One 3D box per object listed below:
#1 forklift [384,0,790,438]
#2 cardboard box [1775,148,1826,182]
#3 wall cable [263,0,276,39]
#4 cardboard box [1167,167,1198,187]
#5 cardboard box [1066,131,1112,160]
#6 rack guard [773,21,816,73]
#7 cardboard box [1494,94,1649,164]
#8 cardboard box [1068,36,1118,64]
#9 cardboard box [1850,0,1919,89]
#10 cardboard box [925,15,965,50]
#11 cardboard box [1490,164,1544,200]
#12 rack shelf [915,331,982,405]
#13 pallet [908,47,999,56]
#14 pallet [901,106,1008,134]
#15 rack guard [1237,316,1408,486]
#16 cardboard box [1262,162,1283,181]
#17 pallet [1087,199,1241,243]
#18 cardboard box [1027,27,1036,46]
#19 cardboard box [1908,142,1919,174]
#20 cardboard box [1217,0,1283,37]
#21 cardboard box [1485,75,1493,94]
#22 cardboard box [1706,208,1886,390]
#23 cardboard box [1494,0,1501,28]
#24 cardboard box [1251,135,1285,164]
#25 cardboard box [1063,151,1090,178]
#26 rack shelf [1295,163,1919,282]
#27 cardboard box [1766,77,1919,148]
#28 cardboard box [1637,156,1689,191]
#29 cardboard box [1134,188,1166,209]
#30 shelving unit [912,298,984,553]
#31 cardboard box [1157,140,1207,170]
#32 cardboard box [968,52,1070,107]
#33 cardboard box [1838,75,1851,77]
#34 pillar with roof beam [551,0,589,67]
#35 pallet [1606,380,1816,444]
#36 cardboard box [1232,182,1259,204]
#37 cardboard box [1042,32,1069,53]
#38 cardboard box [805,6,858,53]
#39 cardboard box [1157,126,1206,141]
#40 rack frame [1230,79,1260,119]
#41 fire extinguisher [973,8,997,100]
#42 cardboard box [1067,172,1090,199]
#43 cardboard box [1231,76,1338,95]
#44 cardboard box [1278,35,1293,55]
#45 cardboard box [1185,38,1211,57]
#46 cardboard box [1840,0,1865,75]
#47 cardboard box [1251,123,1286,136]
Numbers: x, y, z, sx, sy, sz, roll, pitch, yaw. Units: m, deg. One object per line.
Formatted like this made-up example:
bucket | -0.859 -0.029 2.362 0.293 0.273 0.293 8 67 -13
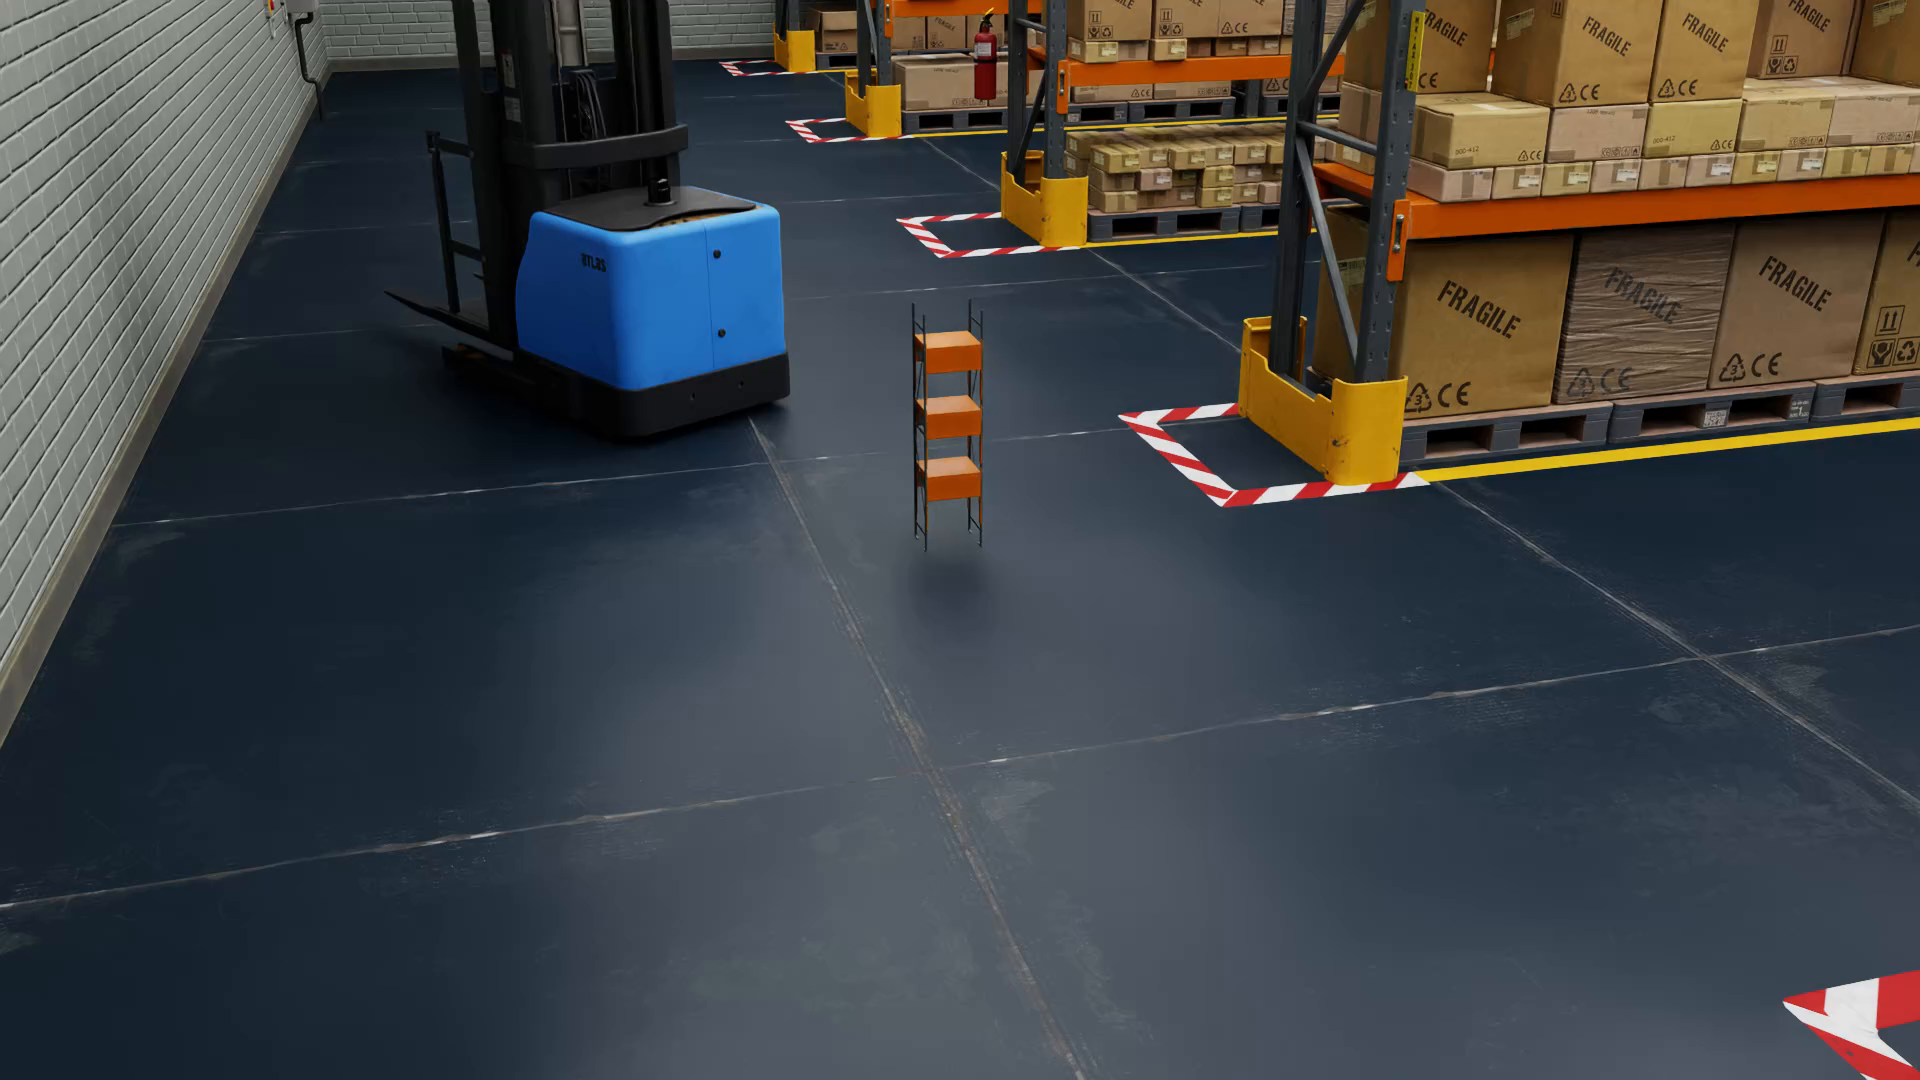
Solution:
forklift | -2.286 -2.351 9.012 1.130 2.935 3.031 -21 31 -39
cardboard box | 3.967 -1.859 8.098 0.250 0.149 0.380 -6 24 -14
wall cable | -6.296 -5.504 14.944 0.123 1.953 0.585 -6 24 -14
cardboard box | 1.626 -2.809 12.697 0.250 0.149 0.380 -6 24 -14
cardboard box | 1.002 -3.072 12.934 0.250 0.149 0.380 -6 24 -14
rack guard | -2.144 -6.375 21.474 0.348 0.500 1.175 -6 24 -14
cardboard box | 2.838 -1.944 7.789 0.500 0.250 0.500 -7 24 -15
cardboard box | 0.962 -3.558 12.056 0.250 0.149 0.380 -7 24 -15
cardboard box | 4.801 -2.506 8.147 0.500 0.500 0.500 -6 24 -14
cardboard box | -0.234 -6.684 21.661 0.500 0.500 0.500 -6 24 -13
cardboard box | 2.481 -1.694 7.713 0.250 0.149 0.380 -7 24 -15
rack shelf | -0.052 -0.728 6.922 0.240 0.259 0.215 -6 24 -14
pallet | -0.205 -6.456 22.029 1.213 0.211 1.003 -6 24 -14
pallet | -0.124 -4.465 17.389 1.213 0.211 1.003 -6 24 -14
rack guard | 1.781 -0.718 8.289 0.348 0.500 1.175 -6 24 -14
cardboard box | 2.382 -2.904 12.918 0.250 0.149 0.380 -5 24 -12
pallet | 1.426 -2.563 12.955 1.213 0.211 1.003 -6 24 -14
cardboard box | 0.833 -6.670 21.924 0.258 0.266 0.396 -5 24 -12
cardboard box | 4.707 -1.941 8.288 0.250 0.149 0.380 -6 24 -13
cardboard box | 2.052 -4.003 12.271 0.500 0.500 0.500 -6 24 -14
cardboard box | 2.687 -2.143 8.254 0.500 0.250 0.500 -7 24 -15
cardboard box | 4.131 -1.376 8.815 0.875 0.875 0.875 -6 24 -14
cardboard box | 4.023 -4.213 12.761 0.500 0.500 0.500 -6 24 -14
cardboard box | 2.419 -2.994 12.752 0.250 0.149 0.380 -6 24 -14
cardboard box | 0.992 -2.947 13.020 0.250 0.149 0.380 -7 24 -16
rack shelf | 3.729 -1.752 8.441 4.000 0.370 1.077 -6 24 -14
cardboard box | 4.312 -2.106 8.167 0.500 0.250 0.500 -6 24 -13
cardboard box | 3.224 -1.777 7.905 0.250 0.149 0.380 -7 24 -15
cardboard box | 1.382 -2.639 12.680 0.250 0.149 0.380 -6 24 -15
shelving unit | -0.052 -0.477 7.030 0.252 1.050 0.215 -6 24 -14
cardboard box | 1.668 -2.900 12.532 0.250 0.149 0.380 -6 24 -15
cardboard box | 0.614 -4.856 17.480 0.875 0.438 0.875 -6 24 -13
cardboard box | 4.652 -2.361 8.763 0.500 0.250 0.500 -6 24 -15
pillar with roof beam | -3.894 -8.693 16.098 0.400 9.000 9.100 -6 24 -14
pallet | 3.725 -0.831 8.920 1.213 0.211 1.003 -6 24 -14
cardboard box | 2.115 -2.717 12.862 0.250 0.149 0.380 -6 24 -14
cardboard box | 0.799 -3.790 12.597 0.250 0.149 0.380 -6 24 -14
cardboard box | -1.603 -6.591 21.439 0.637 0.503 0.797 -7 24 -16
cardboard box | 1.741 -3.156 13.130 0.250 0.149 0.380 -7 24 -16
rack frame | 2.978 -6.058 17.564 0.127 3.000 1.000 -6 24 -14
fire extinguisher | 0.194 -3.705 12.651 0.183 0.674 0.296 -6 24 -14
cardboard box | 1.012 -2.781 13.011 0.250 0.149 0.380 -6 24 -13
cardboard box | 3.553 -5.371 18.125 0.875 0.875 0.875 -6 24 -13
cardboard box | 2.450 -3.743 12.489 0.250 0.149 0.380 -5 24 -12
cardboard box | 1.682 -3.689 12.361 0.250 0.149 0.380 -5 24 -12
cardboard box | 4.649 -2.704 8.610 0.500 0.500 0.500 -6 24 -14
cardboard box | 2.513 -3.231 13.304 0.250 0.149 0.380 -6 24 -14
